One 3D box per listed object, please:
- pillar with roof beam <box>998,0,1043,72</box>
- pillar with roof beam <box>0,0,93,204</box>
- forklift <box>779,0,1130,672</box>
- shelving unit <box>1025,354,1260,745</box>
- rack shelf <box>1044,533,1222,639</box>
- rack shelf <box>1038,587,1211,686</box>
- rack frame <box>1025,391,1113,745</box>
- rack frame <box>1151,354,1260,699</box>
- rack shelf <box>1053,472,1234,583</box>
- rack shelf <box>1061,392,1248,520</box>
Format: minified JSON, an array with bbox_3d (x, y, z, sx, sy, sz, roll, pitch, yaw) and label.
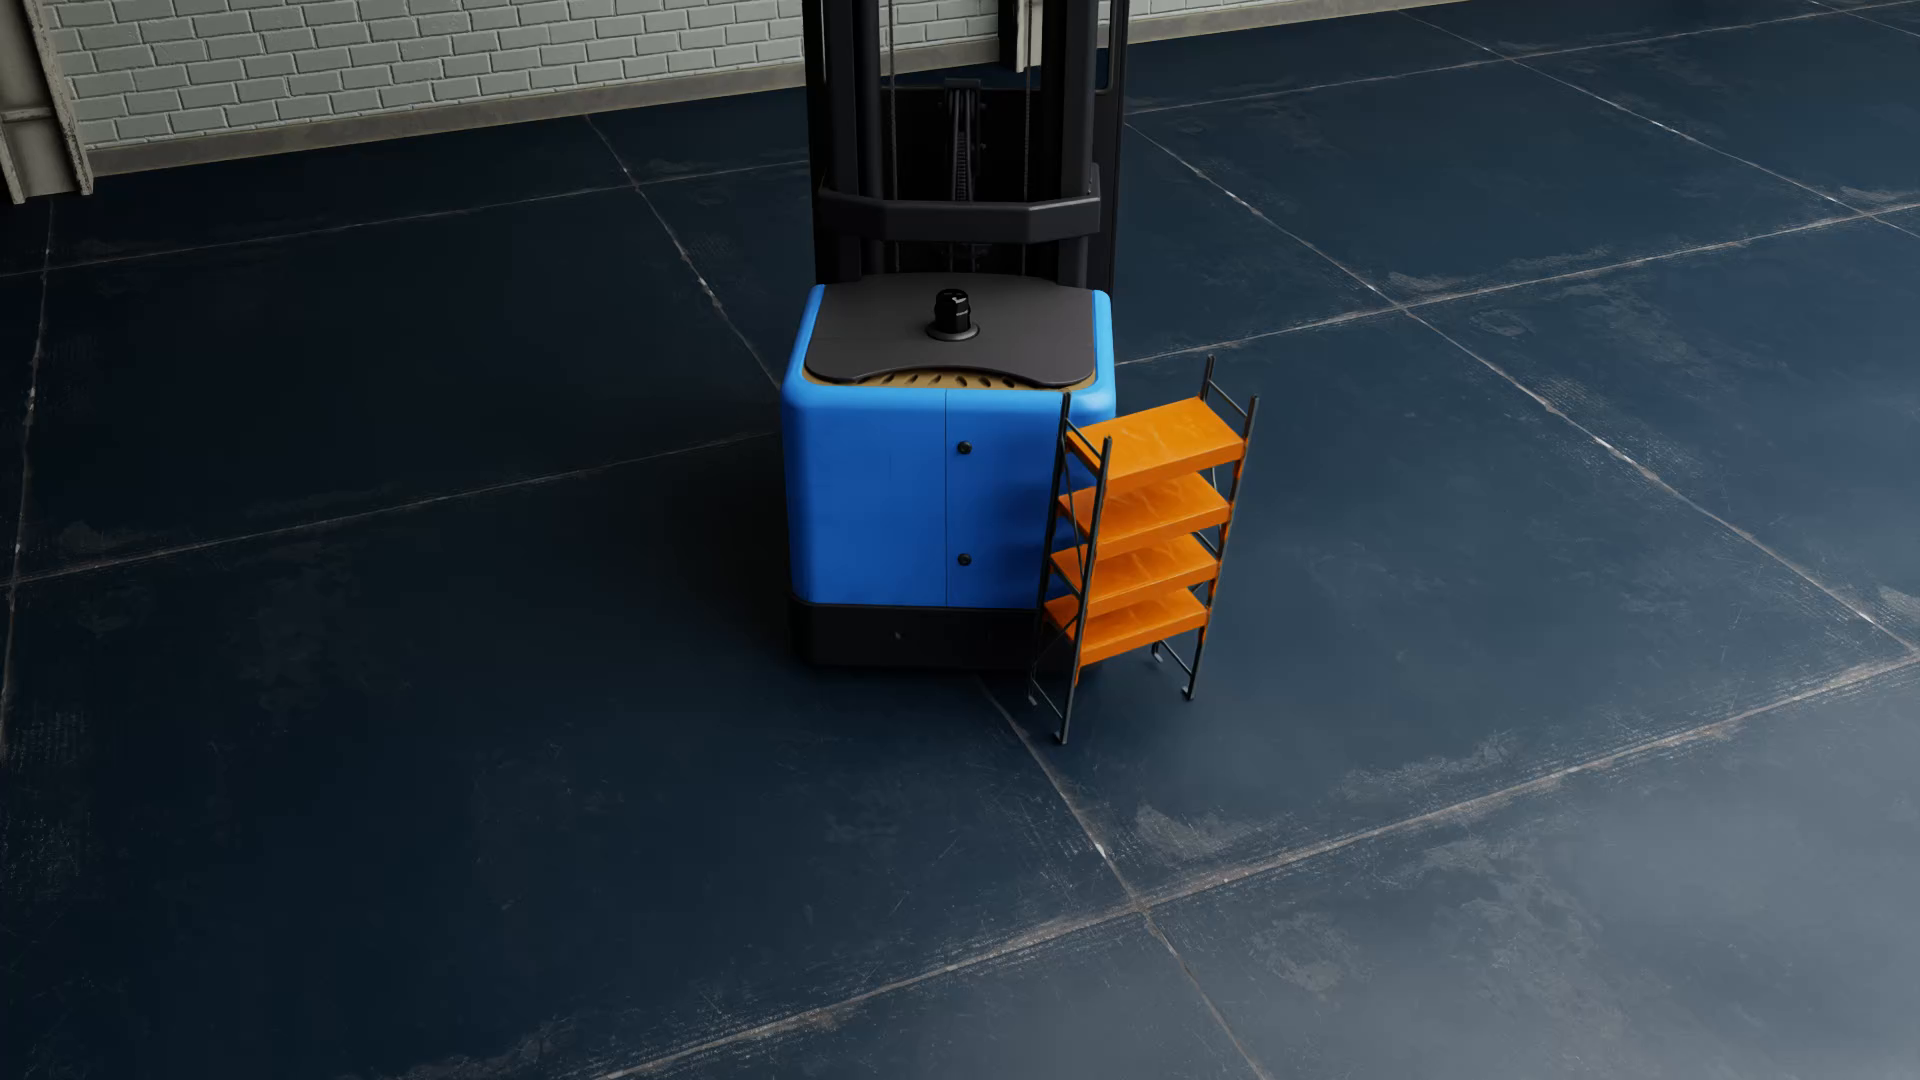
[{"bbox_3d":[2.161,-4.822,5.410,0.400,9.000,9.100,-13,35,-19],"label":"pillar with roof beam"},{"bbox_3d":[-3.371,-3.555,3.463,0.400,9.000,9.100,-13,35,-19],"label":"pillar with roof beam"},{"bbox_3d":[0.031,-1.570,5.975,1.130,2.935,3.031,2,33,2],"label":"forklift"},{"bbox_3d":[0.527,0.053,5.042,0.503,1.200,0.258,-16,44,-23],"label":"shelving unit"},{"bbox_3d":[0.523,0.104,5.086,0.480,0.148,0.258,-16,44,-23],"label":"rack shelf"},{"bbox_3d":[0.510,0.256,5.213,0.480,0.148,0.258,-16,44,-23],"label":"rack shelf"},{"bbox_3d":[0.312,0.116,4.947,0.015,1.200,0.240,-16,44,-23],"label":"rack frame"},{"bbox_3d":[0.742,-0.010,5.138,0.015,1.200,0.240,-16,44,-23],"label":"rack frame"},{"bbox_3d":[0.537,-0.066,4.942,0.480,0.148,0.258,-16,44,-23],"label":"rack shelf"},{"bbox_3d":[0.552,-0.247,4.790,0.480,0.148,0.258,-16,44,-23],"label":"rack shelf"}]
